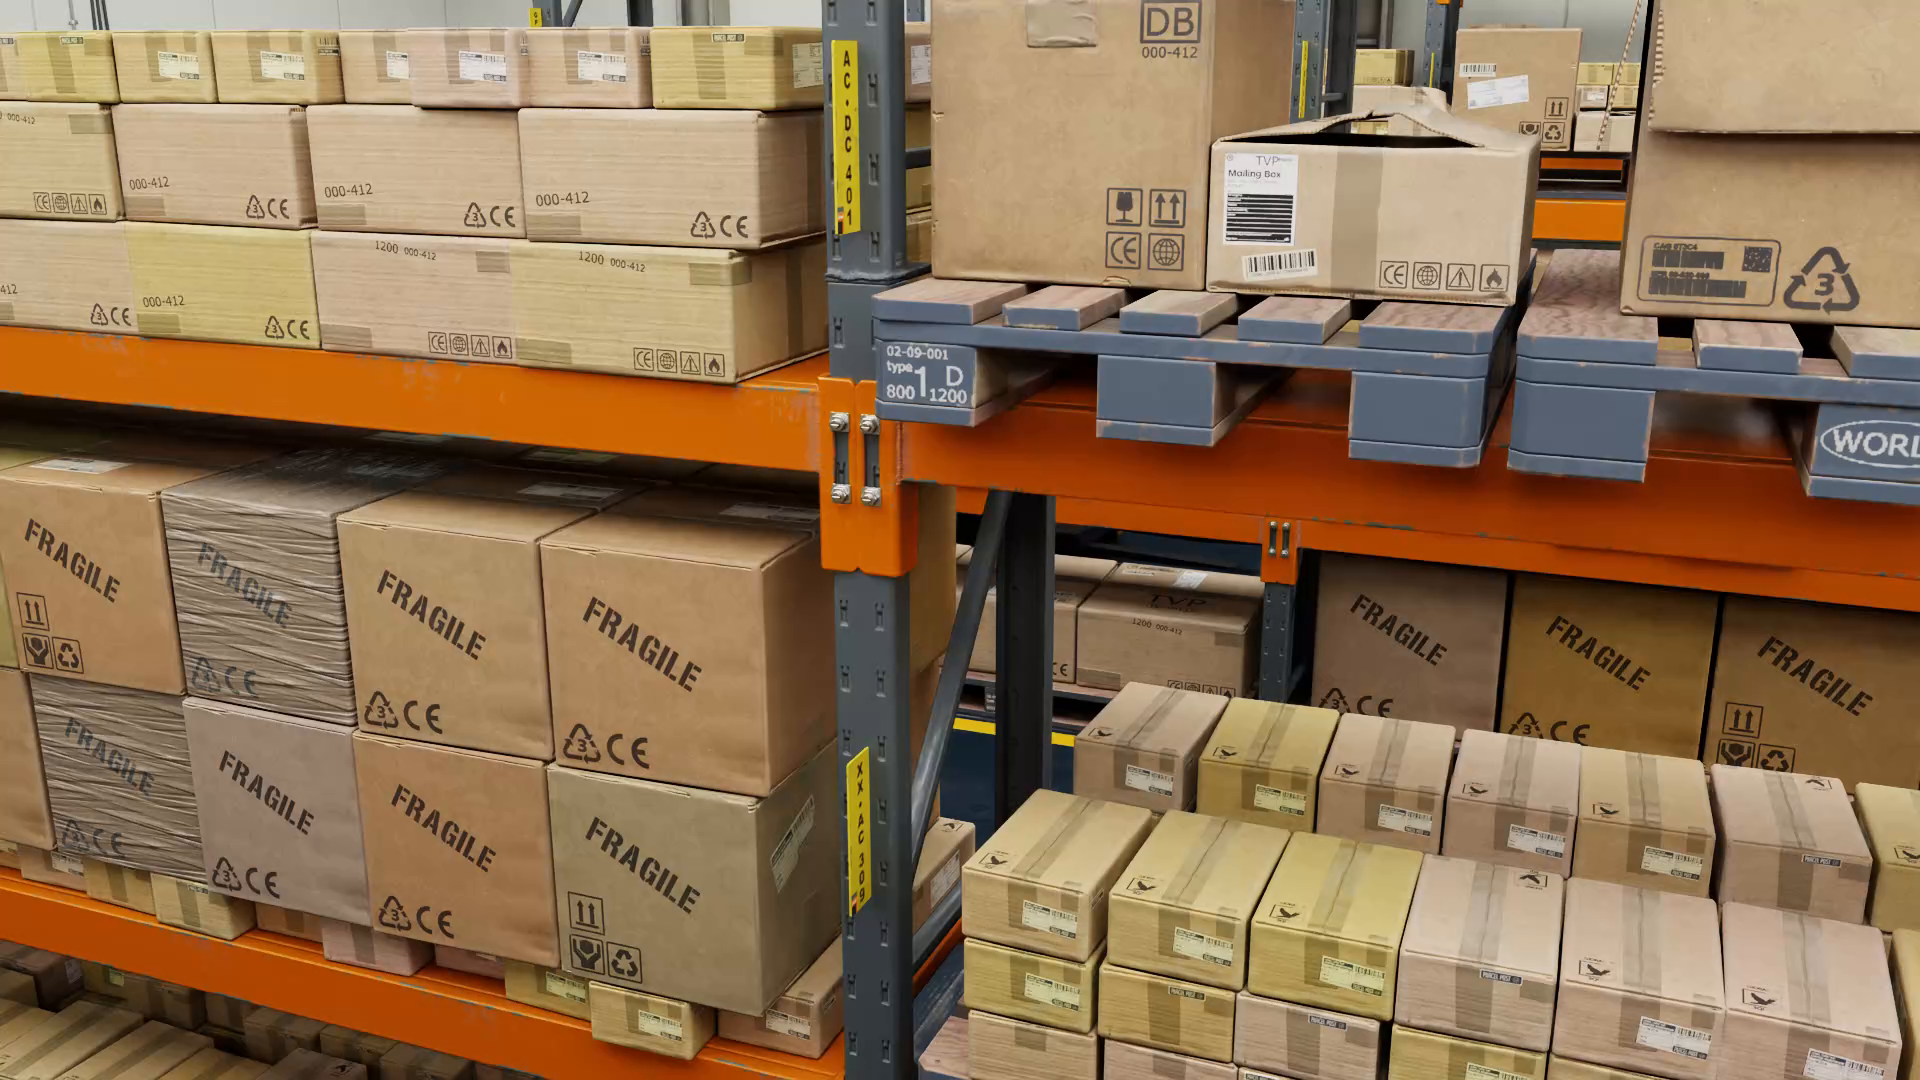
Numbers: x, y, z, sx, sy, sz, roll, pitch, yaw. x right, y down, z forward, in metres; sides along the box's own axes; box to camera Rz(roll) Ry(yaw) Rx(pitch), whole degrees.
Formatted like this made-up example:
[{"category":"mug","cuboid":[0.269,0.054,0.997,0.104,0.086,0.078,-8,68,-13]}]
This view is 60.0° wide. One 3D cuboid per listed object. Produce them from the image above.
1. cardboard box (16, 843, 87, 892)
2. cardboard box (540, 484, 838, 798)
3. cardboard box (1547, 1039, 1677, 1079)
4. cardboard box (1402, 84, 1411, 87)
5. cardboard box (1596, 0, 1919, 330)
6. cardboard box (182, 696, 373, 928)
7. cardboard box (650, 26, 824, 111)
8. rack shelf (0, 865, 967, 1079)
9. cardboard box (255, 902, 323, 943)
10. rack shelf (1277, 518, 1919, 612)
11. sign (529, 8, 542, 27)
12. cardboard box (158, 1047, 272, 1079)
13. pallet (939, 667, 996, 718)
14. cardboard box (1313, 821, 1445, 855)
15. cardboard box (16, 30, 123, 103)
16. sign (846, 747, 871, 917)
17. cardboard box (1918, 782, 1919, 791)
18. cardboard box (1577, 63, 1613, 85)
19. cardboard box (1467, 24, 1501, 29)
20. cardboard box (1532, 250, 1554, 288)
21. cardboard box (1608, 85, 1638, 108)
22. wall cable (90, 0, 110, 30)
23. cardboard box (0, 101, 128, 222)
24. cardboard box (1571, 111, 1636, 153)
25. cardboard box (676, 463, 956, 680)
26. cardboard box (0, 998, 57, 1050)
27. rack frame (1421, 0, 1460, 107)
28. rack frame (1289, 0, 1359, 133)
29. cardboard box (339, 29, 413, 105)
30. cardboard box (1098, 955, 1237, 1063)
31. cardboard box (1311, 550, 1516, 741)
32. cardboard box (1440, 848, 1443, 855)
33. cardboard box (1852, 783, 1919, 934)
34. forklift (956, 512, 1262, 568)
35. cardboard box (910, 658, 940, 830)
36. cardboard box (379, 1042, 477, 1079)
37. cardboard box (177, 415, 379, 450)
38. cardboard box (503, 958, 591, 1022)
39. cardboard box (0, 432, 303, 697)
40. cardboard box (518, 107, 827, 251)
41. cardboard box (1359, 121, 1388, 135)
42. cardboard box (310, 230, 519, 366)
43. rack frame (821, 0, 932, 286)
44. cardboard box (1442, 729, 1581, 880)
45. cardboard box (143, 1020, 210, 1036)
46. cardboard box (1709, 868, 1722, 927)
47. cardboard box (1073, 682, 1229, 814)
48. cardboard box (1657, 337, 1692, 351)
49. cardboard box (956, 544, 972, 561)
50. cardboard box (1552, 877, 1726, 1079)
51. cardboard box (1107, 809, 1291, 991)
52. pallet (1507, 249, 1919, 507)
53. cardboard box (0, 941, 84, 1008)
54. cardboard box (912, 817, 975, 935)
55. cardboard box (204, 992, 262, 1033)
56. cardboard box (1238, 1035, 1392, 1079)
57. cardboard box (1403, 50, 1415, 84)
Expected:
[{"category":"cardboard box","cuboid":[-2.308,0.791,4.519,0.250,0.149,0.380,6,17,20]},{"category":"cardboard box","cuboid":[-0.541,0.198,3.604,0.500,0.500,0.500,6,17,19]},{"category":"cardboard box","cuboid":[1.169,0.889,2.896,0.250,0.149,0.380,7,18,23]},{"category":"cardboard box","cuboid":[3.169,-3.372,12.762,0.500,0.250,0.500,6,17,19]},{"category":"cardboard box","cuboid":[1.384,-0.653,2.722,0.637,0.503,0.797,6,17,20]},{"category":"cardboard box","cuboid":[-1.503,0.575,4.098,0.500,0.500,0.500,6,17,20]},{"category":"cardboard box","cuboid":[-0.396,-0.914,3.218,0.250,0.149,0.380,5,17,18]},{"category":"rack shelf","cuboid":[-1.865,0.988,4.680,4.000,0.370,1.077,6,17,21]},{"category":"cardboard box","cuboid":[-1.574,0.866,4.262,0.250,0.149,0.380,6,17,20]},{"category":"rack shelf","cuboid":[3.578,0.103,7.728,4.000,0.370,1.077,6,17,21]},{"category":"sign","cuboid":[-2.213,-2.611,8.698,0.005,0.325,0.100,6,17,21]},{"category":"cardboard box","cuboid":[-2.131,1.591,4.606,0.250,0.149,0.380,7,17,21]},{"category":"pallet","cuboid":[-0.100,0.670,9.488,1.213,0.211,1.003,6,17,21]},{"category":"cardboard box","cuboid":[0.913,0.666,3.665,0.250,0.149,0.380,7,18,23]},{"category":"cardboard box","cuboid":[-1.852,-1.060,3.722,0.250,0.149,0.380,6,17,20]},{"category":"sign","cuboid":[-0.197,0.573,3.267,0.005,0.325,0.100,6,17,21]},{"category":"cardboard box","cuboid":[4.827,0.689,7.479,0.875,0.875,0.875,6,17,20]},{"category":"cardboard box","cuboid":[4.396,-3.238,11.550,0.250,0.149,0.380,6,17,20]},{"category":"cardboard box","cuboid":[3.688,-3.525,11.796,0.258,0.266,0.396,6,17,20]},{"category":"cardboard box","cuboid":[4.385,-1.824,12.143,0.500,0.500,0.700,6,17,21]},{"category":"cardboard box","cuboid":[4.619,-3.067,11.495,0.250,0.149,0.380,6,17,20]},{"category":"wall cable","cuboid":[-6.063,-5.177,13.800,0.133,3.039,2.988,6,17,21]},{"category":"cardboard box","cuboid":[-1.990,-0.899,3.882,0.500,0.250,0.500,6,17,19]},{"category":"cardboard box","cuboid":[2.766,-1.757,7.130,0.250,0.166,0.380,5,17,17]},{"category":"cardboard box","cuboid":[-0.335,0.067,4.057,0.500,0.500,0.500,7,17,22]},{"category":"cardboard box","cuboid":[-2.875,1.517,4.860,0.250,0.149,0.380,6,17,20]},{"category":"rack frame","cuboid":[3.535,-4.616,11.932,0.127,3.000,1.000,6,17,21]},{"category":"rack frame","cuboid":[1.718,-3.328,7.497,0.127,3.000,1.000,6,17,21]},{"category":"cardboard box","cuboid":[-1.089,-1.010,3.549,0.250,0.149,0.380,7,18,23]},{"category":"cardboard box","cuboid":[0.435,0.809,3.171,0.250,0.149,0.380,6,17,20]},{"category":"cardboard box","cuboid":[2.324,0.414,8.424,0.875,0.875,0.875,7,18,22]},{"category":"cardboard box","cuboid":[1.144,0.834,3.619,0.250,0.149,0.380,5,17,18]},{"category":"cardboard box","cuboid":[1.904,0.632,3.248,0.250,0.149,0.380,6,17,20]},{"category":"forklift","cuboid":[0.606,-1.300,11.394,3.031,2.935,1.130,9,18,27]},{"category":"cardboard box","cuboid":[-0.373,0.540,4.219,0.500,0.500,0.500,6,17,20]},{"category":"cardboard box","cuboid":[-1.478,1.509,4.889,0.250,0.149,0.380,6,17,18]},{"category":"cardboard box","cuboid":[-1.757,-0.095,4.613,0.500,0.500,0.500,6,17,19]},{"category":"cardboard box","cuboid":[-0.862,0.958,3.943,0.250,0.149,0.380,7,18,23]},{"category":"cardboard box","cuboid":[-1.983,0.042,4.143,0.500,0.500,0.500,6,17,19]},{"category":"cardboard box","cuboid":[-0.527,-0.743,3.344,0.500,0.250,0.500,5,17,18]},{"category":"cardboard box","cuboid":[3.093,-3.015,12.248,0.250,0.149,0.380,6,17,20]},{"category":"cardboard box","cuboid":[-1.020,-0.556,3.596,0.500,0.250,0.500,6,17,20]},{"category":"rack frame","cuboid":[-0.005,-2.034,3.039,0.127,3.000,1.000,6,17,21]},{"category":"cardboard box","cuboid":[1.175,0.552,3.523,0.250,0.149,0.380,6,17,20]},{"category":"cardboard box","cuboid":[-2.434,1.549,5.283,0.250,0.149,0.380,6,17,20]},{"category":"cardboard box","cuboid":[1.666,0.747,3.385,0.250,0.149,0.380,6,17,21]},{"category":"cardboard box","cuboid":[0.440,0.471,3.802,0.250,0.149,0.380,7,18,23]},{"category":"cardboard box","cuboid":[2.971,-0.759,7.434,0.500,0.500,0.500,6,17,19]},{"category":"cardboard box","cuboid":[-0.498,0.306,9.583,0.875,0.438,0.875,7,18,22]},{"category":"cardboard box","cuboid":[1.162,0.746,2.854,0.250,0.149,0.380,6,17,20]},{"category":"cardboard box","cuboid":[0.455,0.667,3.126,0.250,0.149,0.380,7,18,22]},{"category":"pallet","cuboid":[1.497,-0.307,2.808,1.003,0.211,1.213,6,17,21]},{"category":"cardboard box","cuboid":[-2.927,1.349,5.441,0.250,0.149,0.380,7,17,22]},{"category":"cardboard box","cuboid":[-0.148,0.854,4.302,0.250,0.149,0.380,7,18,23]},{"category":"cardboard box","cuboid":[-2.152,1.398,5.270,0.250,0.149,0.380,7,18,23]},{"category":"cardboard box","cuboid":[0.684,0.979,3.118,0.250,0.149,0.380,6,17,21]},{"category":"cardboard box","cuboid":[3.179,-3.610,12.689,0.500,0.250,0.500,6,17,20]}]
